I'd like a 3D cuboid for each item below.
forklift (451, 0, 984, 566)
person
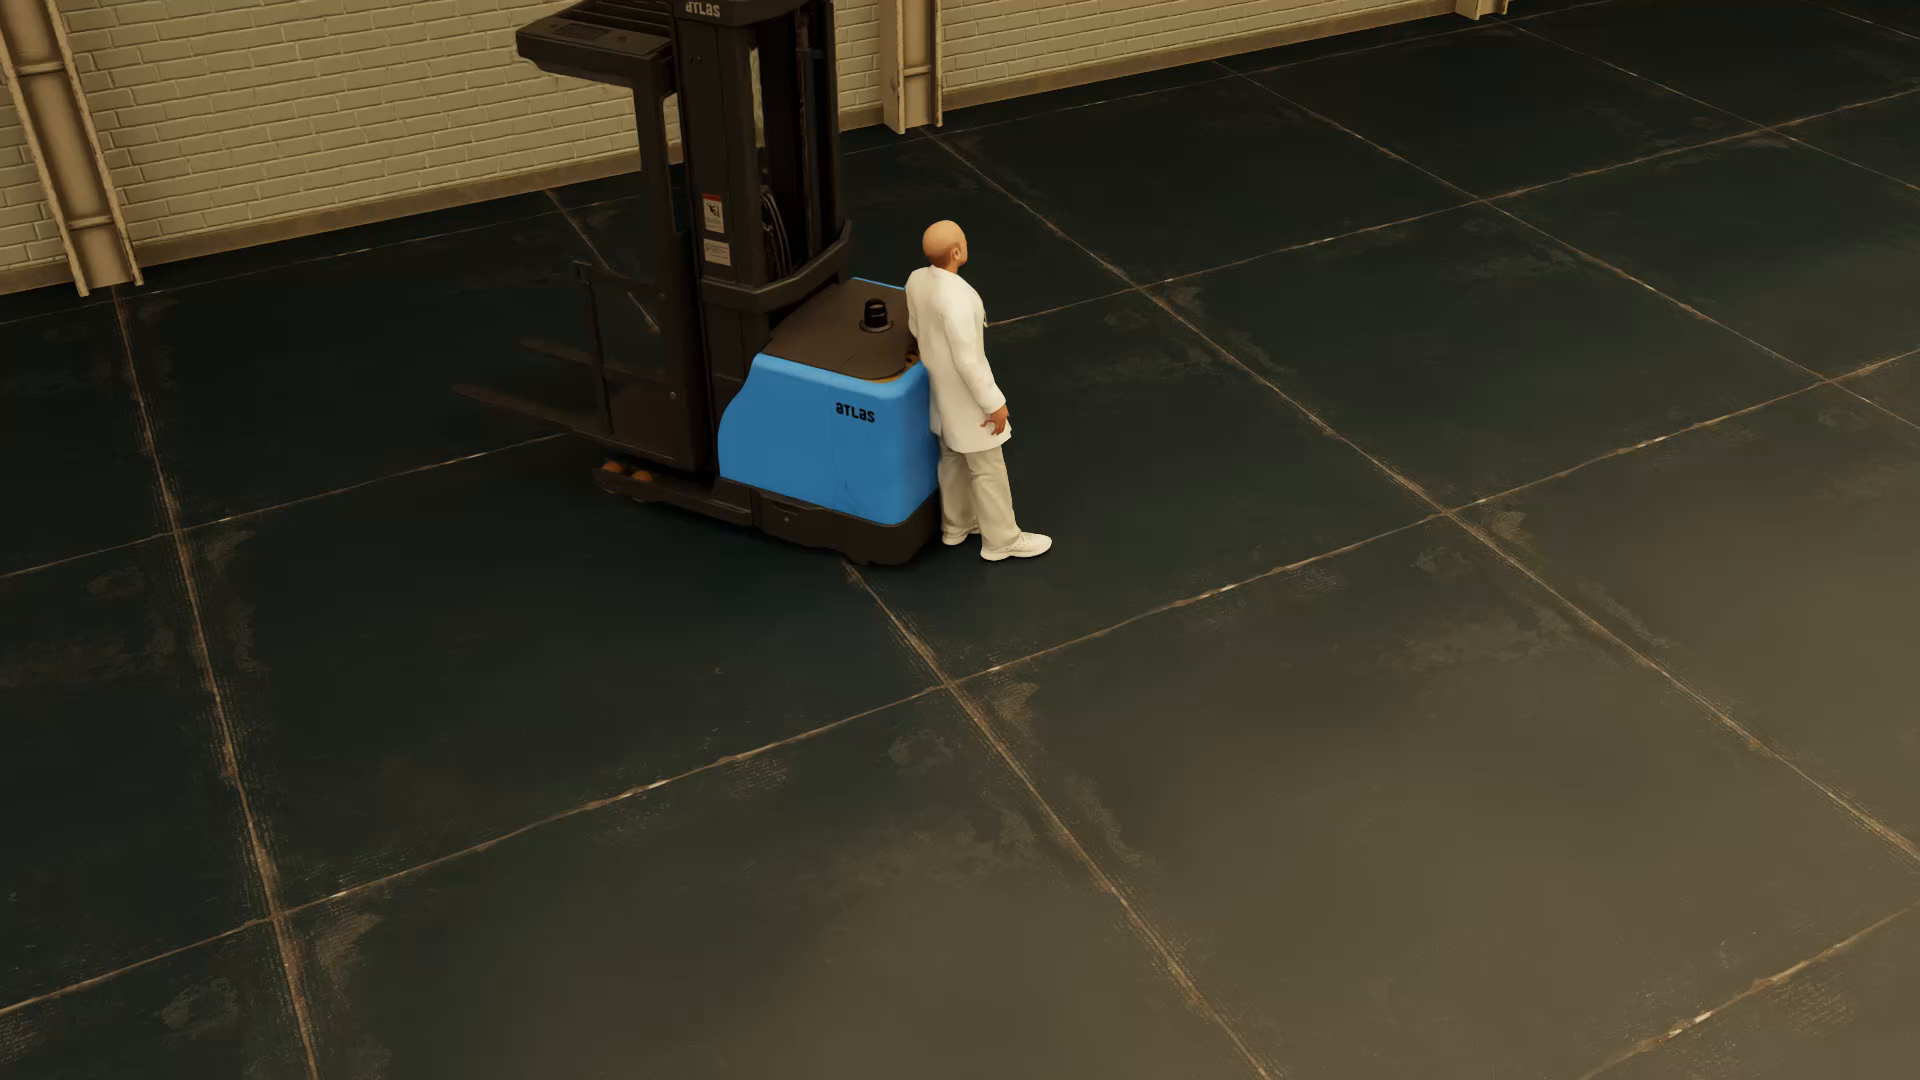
[{"bbox_3d":[-1.411,-1.654,8.463,3.031,2.935,1.130,16,38,22],"label":"forklift"},{"bbox_3d":[0.082,-0.754,8.176,0.581,1.776,0.696,-17,39,-23],"label":"person"}]
